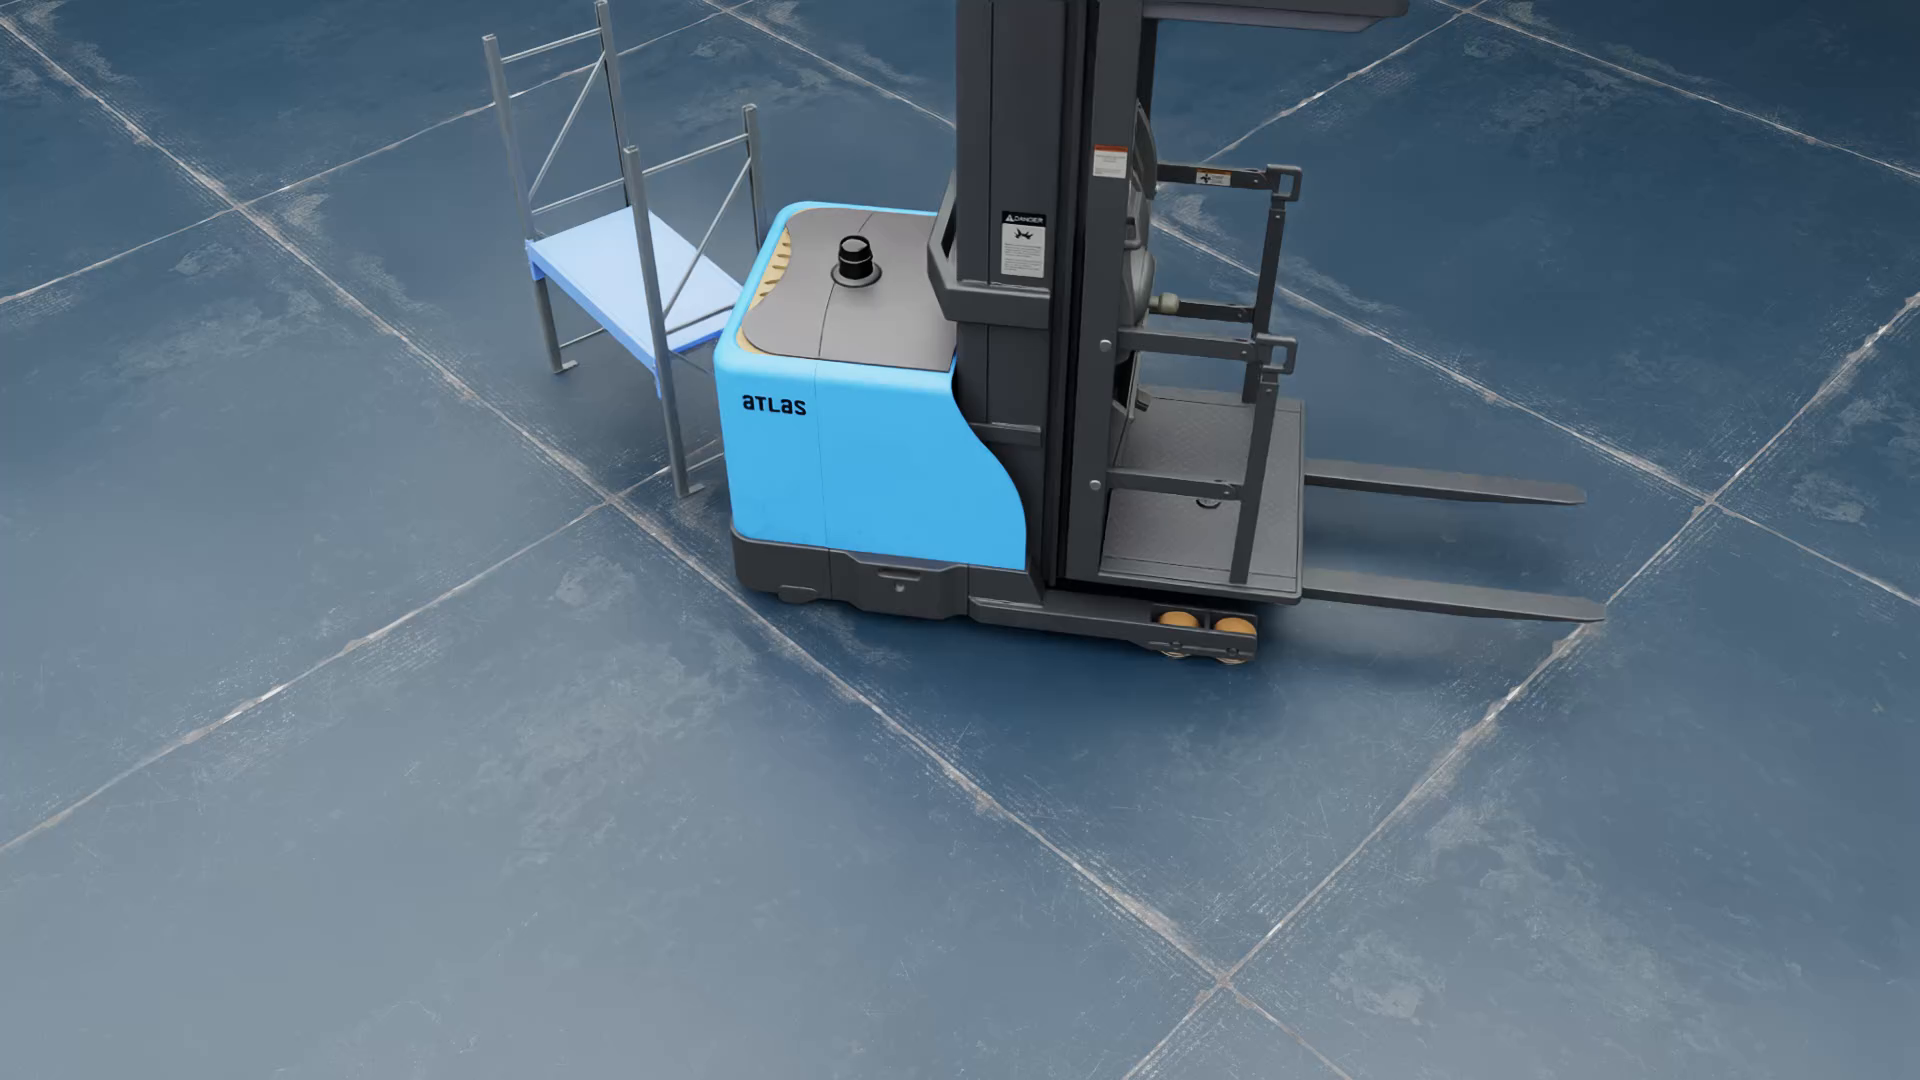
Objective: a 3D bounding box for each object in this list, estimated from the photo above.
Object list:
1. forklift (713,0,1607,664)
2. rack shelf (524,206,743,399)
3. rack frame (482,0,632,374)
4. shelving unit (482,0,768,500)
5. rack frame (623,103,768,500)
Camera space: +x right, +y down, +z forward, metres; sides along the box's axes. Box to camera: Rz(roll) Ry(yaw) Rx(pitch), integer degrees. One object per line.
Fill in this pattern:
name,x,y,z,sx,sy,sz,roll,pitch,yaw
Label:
forklift,0.752,-1.036,5.212,3.031,2.935,1.130,6,43,7
rack shelf,-1.206,-0.958,6.447,0.538,0.185,1.000,-28,50,-27
rack frame,-1.521,-1.361,6.618,0.500,1.500,0.032,-28,50,-27
shelving unit,-1.206,-1.090,6.325,0.538,1.500,1.048,-28,50,-27
rack frame,-0.892,-0.819,6.031,0.500,1.500,0.032,-28,50,-27
